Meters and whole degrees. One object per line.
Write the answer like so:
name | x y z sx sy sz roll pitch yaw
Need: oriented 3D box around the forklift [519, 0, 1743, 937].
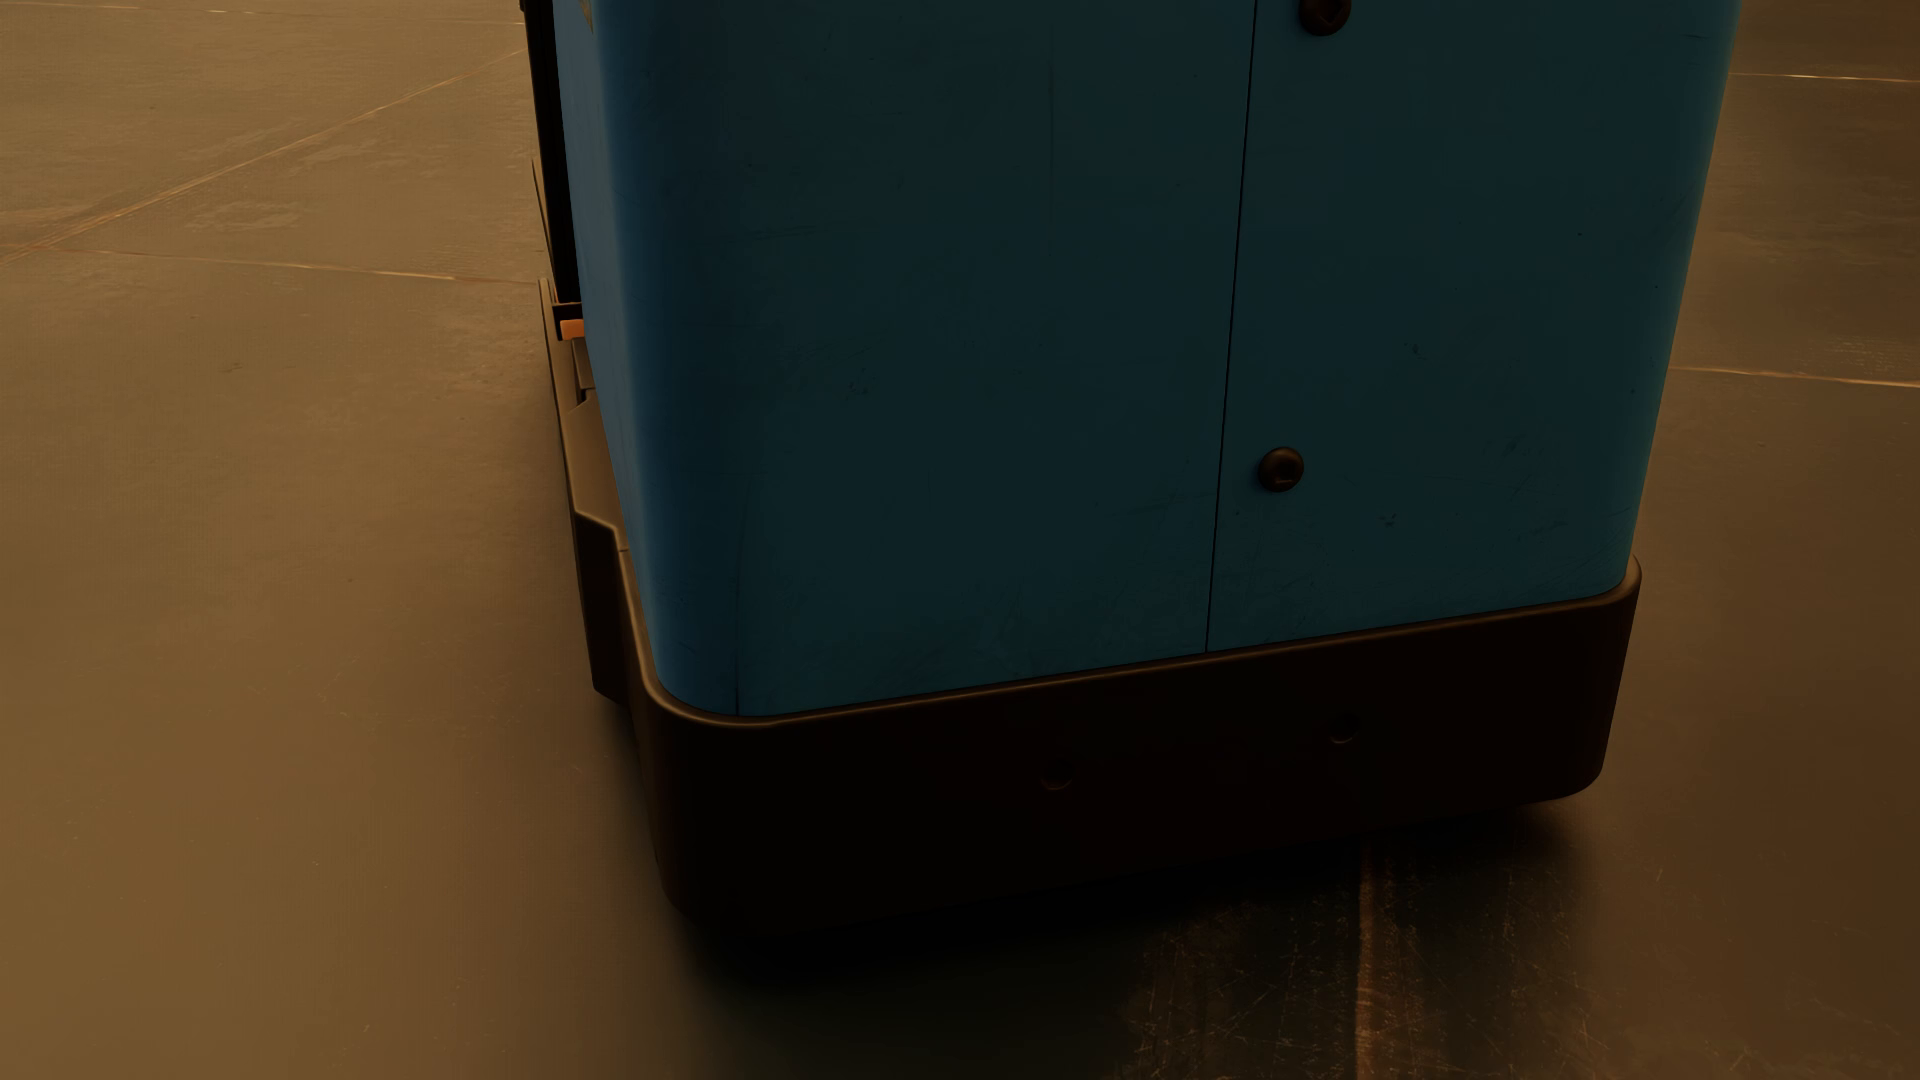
forklift | -0.161 -1.574 2.366 1.130 2.935 3.031 -7 28 -14
